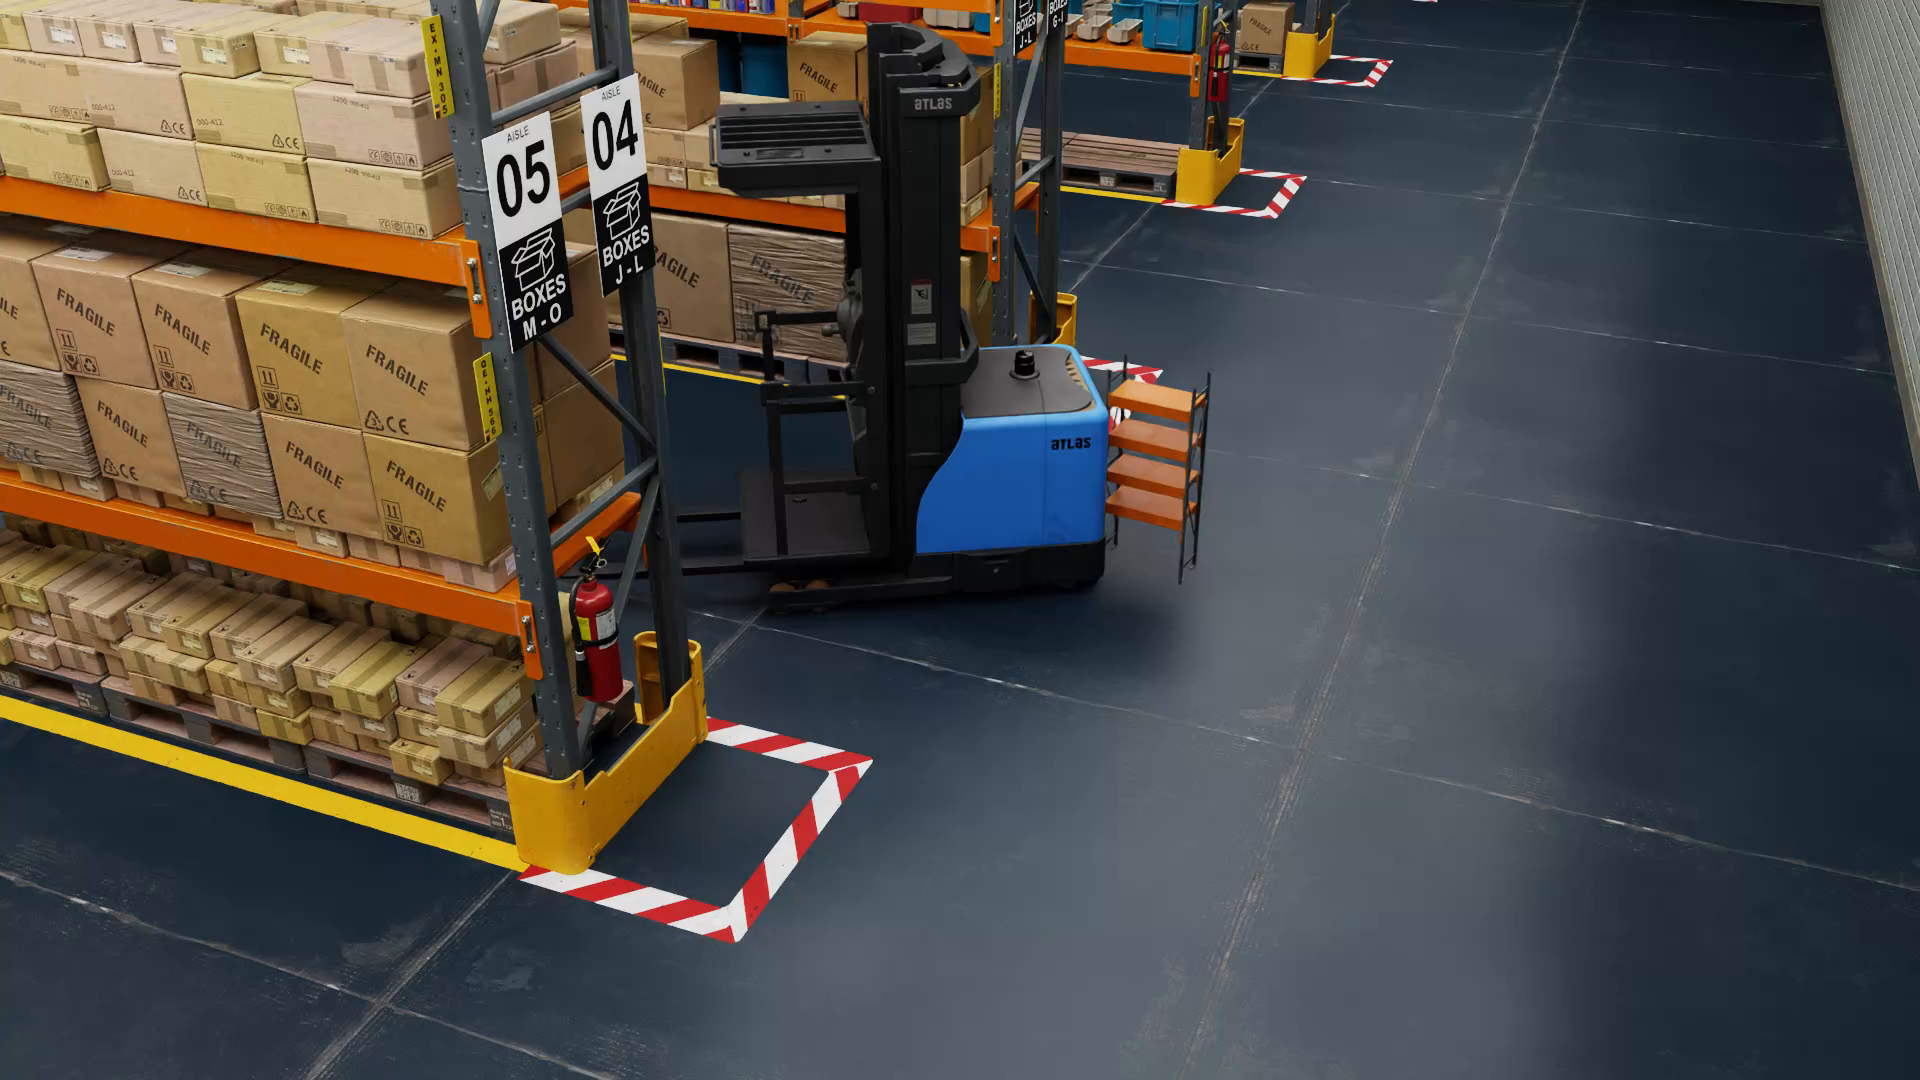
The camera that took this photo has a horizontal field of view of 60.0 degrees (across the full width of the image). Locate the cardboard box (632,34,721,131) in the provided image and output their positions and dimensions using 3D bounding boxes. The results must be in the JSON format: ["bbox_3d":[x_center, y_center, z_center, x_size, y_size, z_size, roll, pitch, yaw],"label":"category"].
[{"bbox_3d":[-1.975,-3.111,11.293,0.500,0.500,0.500,10,31,18],"label":"cardboard box"}]

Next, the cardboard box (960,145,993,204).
[{"bbox_3d":[-0.102,-2.407,10.810,0.500,0.250,0.500,11,31,18],"label":"cardboard box"}]

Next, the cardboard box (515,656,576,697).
[{"bbox_3d":[-1.901,0.584,7.837,0.250,0.149,0.380,13,32,21],"label":"cardboard box"}]

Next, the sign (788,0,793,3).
[{"bbox_3d":[-1.606,-5.242,15.695,0.005,0.325,0.100,11,31,19],"label":"sign"}]

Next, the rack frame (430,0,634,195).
[{"bbox_3d":[-1.512,-2.743,5.458,0.127,3.000,1.000,11,31,19],"label":"rack frame"}]

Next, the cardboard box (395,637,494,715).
[{"bbox_3d":[-2.309,0.613,7.483,0.250,0.149,0.380,12,32,20],"label":"cardboard box"}]

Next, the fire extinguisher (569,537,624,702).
[{"bbox_3d":[-1.452,0.322,6.590,0.183,0.674,0.296,11,31,19],"label":"fire extinguisher"}]

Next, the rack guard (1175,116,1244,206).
[{"bbox_3d":[2.336,-3.546,15.515,0.348,0.500,1.175,11,31,19],"label":"rack guard"}]

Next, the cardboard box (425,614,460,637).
[{"bbox_3d":[-2.356,0.315,8.010,0.250,0.149,0.380,11,31,19],"label":"cardboard box"}]

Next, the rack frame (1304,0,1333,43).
[{"bbox_3d":[4.175,-6.890,18.892,0.127,3.000,1.000,11,31,19],"label":"rack frame"}]

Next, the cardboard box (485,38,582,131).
[{"bbox_3d":[-1.830,-1.791,6.466,0.500,0.250,0.500,12,32,20],"label":"cardboard box"}]

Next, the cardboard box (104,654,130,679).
[{"bbox_3d":[-3.989,0.530,8.234,0.250,0.149,0.380,10,31,17],"label":"cardboard box"}]

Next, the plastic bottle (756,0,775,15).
[{"bbox_3d":[-1.884,-5.244,16.105,0.135,0.276,0.152,11,31,19],"label":"plastic bottle"}]

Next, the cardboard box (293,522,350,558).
[{"bbox_3d":[-2.620,-0.093,7.121,0.250,0.149,0.380,12,32,20],"label":"cardboard box"}]

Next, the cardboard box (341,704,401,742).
[{"bbox_3d":[-2.590,0.735,7.570,0.250,0.149,0.380,10,31,17],"label":"cardboard box"}]

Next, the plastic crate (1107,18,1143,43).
[{"bbox_3d":[1.485,-4.612,15.068,0.243,0.136,0.396,11,31,19],"label":"plastic crate"}]

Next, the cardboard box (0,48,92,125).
[{"bbox_3d":[-3.446,-1.847,6.566,0.500,0.250,0.500,10,31,17],"label":"cardboard box"}]

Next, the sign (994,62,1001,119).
[{"bbox_3d":[0.230,-2.736,10.125,0.005,0.325,0.100,11,31,19],"label":"sign"}]

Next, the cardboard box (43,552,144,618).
[{"bbox_3d":[-4.241,0.226,8.167,0.250,0.149,0.380,10,31,18],"label":"cardboard box"}]

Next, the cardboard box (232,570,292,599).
[{"bbox_3d":[-3.366,0.179,8.251,0.250,0.149,0.380,11,31,19],"label":"cardboard box"}]

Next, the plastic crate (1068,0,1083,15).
[{"bbox_3d":[0.984,-5.025,15.701,0.300,0.233,0.416,11,31,19],"label":"plastic crate"}]

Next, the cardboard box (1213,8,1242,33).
[{"bbox_3d":[3.314,-6.207,20.031,0.500,0.250,0.500,11,31,19],"label":"cardboard box"}]

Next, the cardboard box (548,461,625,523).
[{"bbox_3d":[-1.689,-0.231,7.366,0.250,0.149,0.380,11,31,19],"label":"cardboard box"}]

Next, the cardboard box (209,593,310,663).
[{"bbox_3d":[-3.285,0.423,7.820,0.250,0.149,0.380,10,31,17],"label":"cardboard box"}]

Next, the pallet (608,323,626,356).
[{"bbox_3d":[-2.585,-1.724,12.585,1.213,0.211,1.003,11,31,19],"label":"pallet"}]

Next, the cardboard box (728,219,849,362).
[{"bbox_3d":[-1.020,-1.882,11.764,0.875,0.875,0.875,11,31,19],"label":"cardboard box"}]

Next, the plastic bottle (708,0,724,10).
[{"bbox_3d":[-2.373,-5.372,16.256,0.185,0.351,0.144,11,31,19],"label":"plastic bottle"}]

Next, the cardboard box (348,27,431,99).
[{"bbox_3d":[-1.930,-1.691,5.883,0.250,0.149,0.380,11,31,19],"label":"cardboard box"}]

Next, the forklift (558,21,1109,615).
[{"bbox_3d":[-0.753,-1.149,8.804,3.031,2.935,1.130,-4,30,-7],"label":"forklift"}]

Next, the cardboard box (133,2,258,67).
[{"bbox_3d":[-2.858,-1.902,6.257,0.250,0.149,0.380,11,31,18],"label":"cardboard box"}]

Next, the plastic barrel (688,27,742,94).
[{"bbox_3d":[-2.552,-4.881,17.043,0.708,0.901,0.600,11,31,19],"label":"plastic barrel"}]

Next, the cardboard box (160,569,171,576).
[{"bbox_3d":[-4.101,0.148,8.608,0.250,0.149,0.380,12,31,20],"label":"cardboard box"}]

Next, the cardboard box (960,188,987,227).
[{"bbox_3d":[-0.007,-2.180,10.815,0.250,0.149,0.380,12,32,20],"label":"cardboard box"}]

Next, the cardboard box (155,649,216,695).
[{"bbox_3d":[-3.571,0.551,7.896,0.250,0.149,0.380,12,31,20],"label":"cardboard box"}]

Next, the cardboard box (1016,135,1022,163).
[{"bbox_3d":[0.103,-2.650,11.240,0.500,0.250,0.500,10,31,18],"label":"cardboard box"}]

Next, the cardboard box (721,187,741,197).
[{"bbox_3d":[-1.424,-2.463,11.315,0.250,0.149,0.380,12,32,20],"label":"cardboard box"}]

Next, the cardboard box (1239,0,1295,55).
[{"bbox_3d":[3.578,-5.982,19.378,0.500,0.500,0.500,11,31,19],"label":"cardboard box"}]

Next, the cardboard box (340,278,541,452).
[{"bbox_3d":[-2.029,-0.711,6.539,0.500,0.500,0.500,11,31,18],"label":"cardboard box"}]

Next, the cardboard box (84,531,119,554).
[{"bbox_3d":[-4.306,-0.053,8.661,0.250,0.149,0.380,11,31,19],"label":"cardboard box"}]

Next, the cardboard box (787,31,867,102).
[{"bbox_3d":[-0.842,-3.162,11.384,0.500,0.500,0.500,10,31,18],"label":"cardboard box"}]

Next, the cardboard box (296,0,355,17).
[{"bbox_3d":[-2.405,-2.111,6.627,0.250,0.149,0.380,12,32,20],"label":"cardboard box"}]

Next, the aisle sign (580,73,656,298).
[{"bbox_3d":[-1.331,-1.386,6.512,0.004,0.787,0.394,11,31,19],"label":"aisle sign"}]

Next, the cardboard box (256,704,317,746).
[{"bbox_3d":[-3.060,0.777,7.798,0.250,0.149,0.380,10,31,17],"label":"cardboard box"}]

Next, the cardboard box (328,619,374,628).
[{"bbox_3d":[-2.872,0.400,8.163,0.250,0.149,0.380,10,31,17],"label":"cardboard box"}]

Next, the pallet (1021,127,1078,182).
[{"bbox_3d":[0.433,-3.815,16.285,1.213,0.211,1.003,11,31,19],"label":"pallet"}]

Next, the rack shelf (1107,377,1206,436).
[{"bbox_3d":[1.070,-0.728,9.019,0.480,0.148,0.258,15,33,25],"label":"rack shelf"}]

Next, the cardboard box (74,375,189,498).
[{"bbox_3d":[-3.432,-0.554,7.278,0.500,0.500,0.500,13,32,22],"label":"cardboard box"}]

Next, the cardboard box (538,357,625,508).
[{"bbox_3d":[-1.824,-0.513,7.206,0.500,0.500,0.500,13,32,21],"label":"cardboard box"}]

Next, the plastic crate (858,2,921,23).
[{"bbox_3d":[-0.665,-5.147,15.682,0.583,0.464,0.402,11,31,19],"label":"plastic crate"}]

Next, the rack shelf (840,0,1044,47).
[{"bbox_3d":[-1.407,-3.737,10.995,4.000,0.370,1.077,11,31,19],"label":"rack shelf"}]

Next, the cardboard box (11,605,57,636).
[{"bbox_3d":[-4.495,0.305,8.330,0.250,0.149,0.380,11,31,19],"label":"cardboard box"}]

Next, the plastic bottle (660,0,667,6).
[{"bbox_3d":[-2.933,-5.406,16.468,0.097,0.201,0.097,0,29,0],"label":"plastic bottle"}]

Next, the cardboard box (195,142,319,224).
[{"bbox_3d":[-2.508,-1.426,6.329,0.500,0.250,0.500,11,31,19],"label":"cardboard box"}]

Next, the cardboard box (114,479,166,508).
[{"bbox_3d":[-3.575,-0.310,7.506,0.250,0.149,0.380,13,32,21],"label":"cardboard box"}]

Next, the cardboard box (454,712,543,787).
[{"bbox_3d":[-2.078,0.925,7.536,0.250,0.149,0.380,12,32,20],"label":"cardboard box"}]

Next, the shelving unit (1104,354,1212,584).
[{"bbox_3d":[1.069,-0.386,9.213,0.503,1.200,0.258,15,33,25],"label":"shelving unit"}]

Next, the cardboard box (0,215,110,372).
[{"bbox_3d":[-3.951,-1.089,7.208,0.500,0.500,0.500,12,32,20],"label":"cardboard box"}]

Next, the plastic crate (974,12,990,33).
[{"bbox_3d":[0.309,-4.849,15.389,0.300,0.233,0.416,11,31,19],"label":"plastic crate"}]
